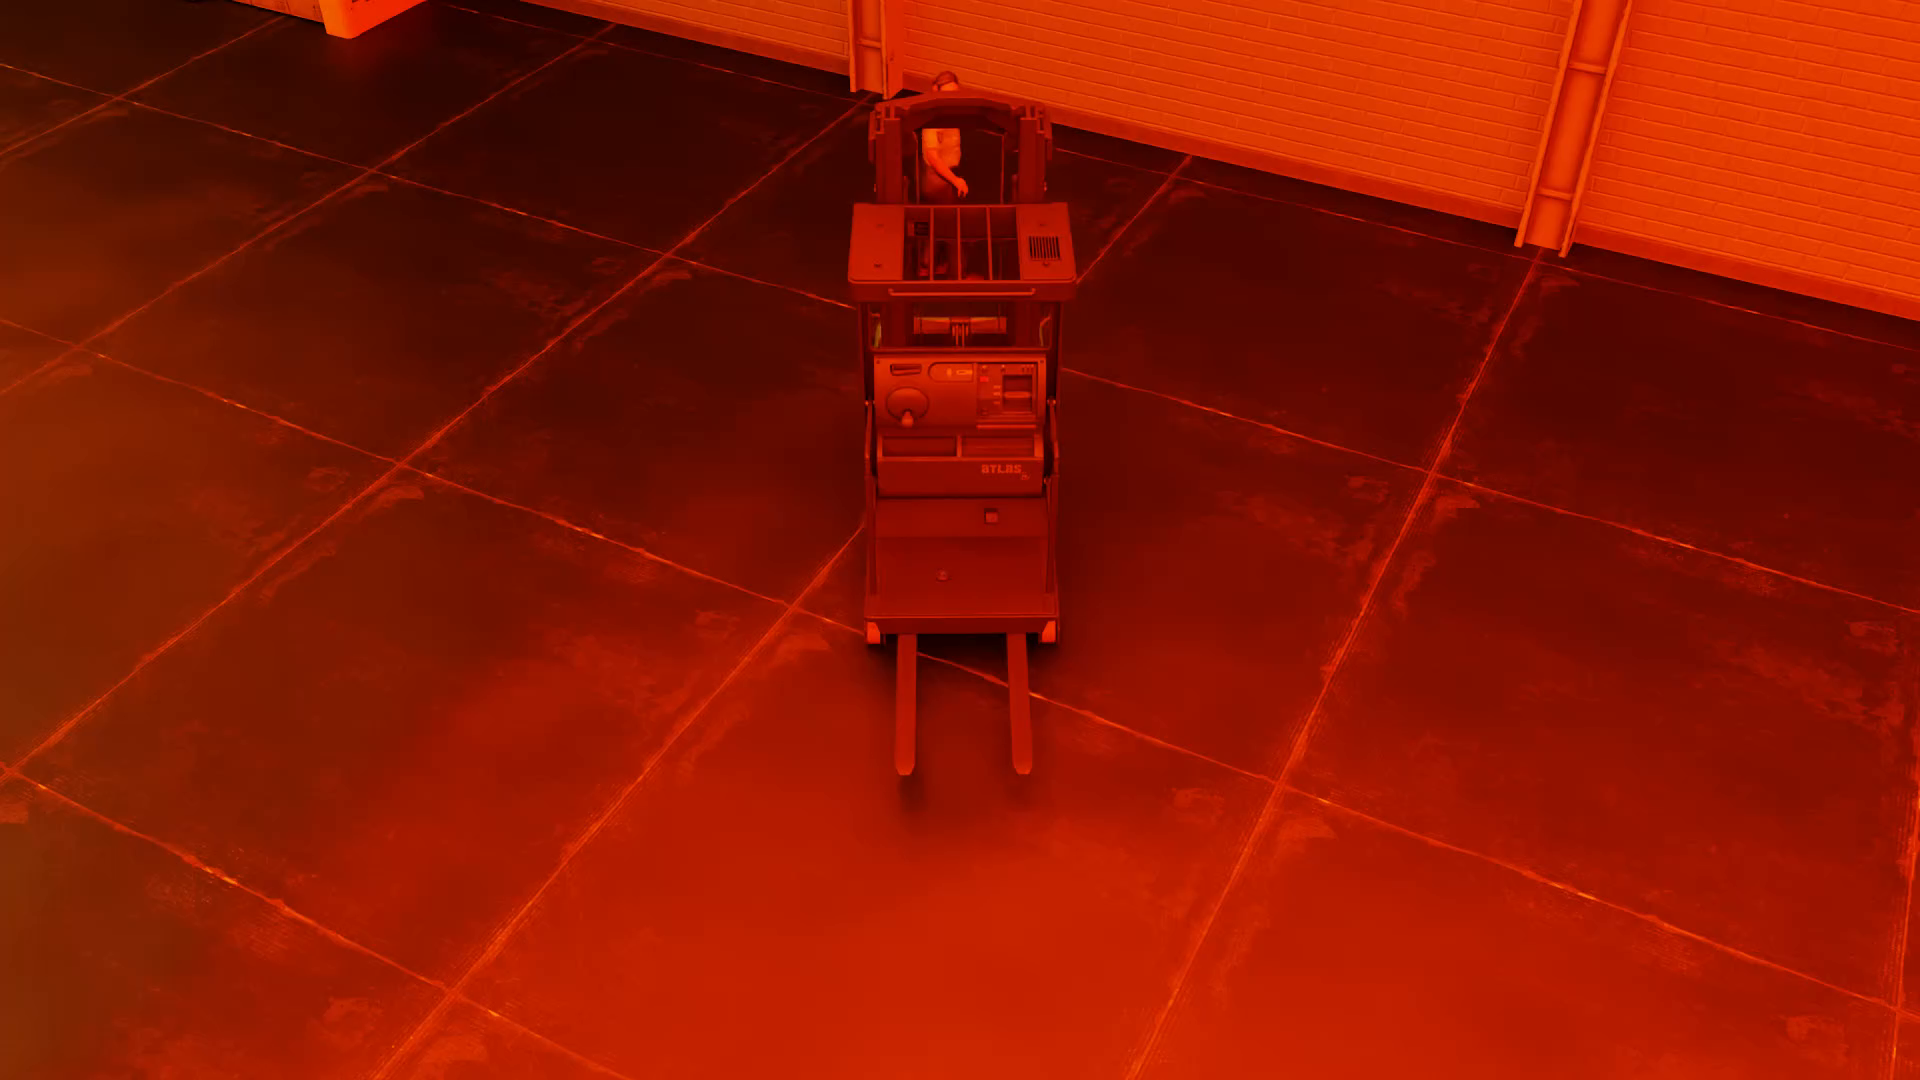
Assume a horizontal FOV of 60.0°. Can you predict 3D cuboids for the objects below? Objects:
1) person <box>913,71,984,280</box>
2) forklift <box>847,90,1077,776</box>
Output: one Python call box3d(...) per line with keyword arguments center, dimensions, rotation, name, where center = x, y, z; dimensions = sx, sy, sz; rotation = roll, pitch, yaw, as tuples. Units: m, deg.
box3d(center=(-0.095, -2.645, 12.151), dimensions=(0.486, 1.624, 0.674), rotation=(-9, 41, -11), name="person")
box3d(center=(0.006, -0.728, 8.851), dimensions=(1.130, 2.935, 3.031), rotation=(0, 40, 0), name="forklift")
